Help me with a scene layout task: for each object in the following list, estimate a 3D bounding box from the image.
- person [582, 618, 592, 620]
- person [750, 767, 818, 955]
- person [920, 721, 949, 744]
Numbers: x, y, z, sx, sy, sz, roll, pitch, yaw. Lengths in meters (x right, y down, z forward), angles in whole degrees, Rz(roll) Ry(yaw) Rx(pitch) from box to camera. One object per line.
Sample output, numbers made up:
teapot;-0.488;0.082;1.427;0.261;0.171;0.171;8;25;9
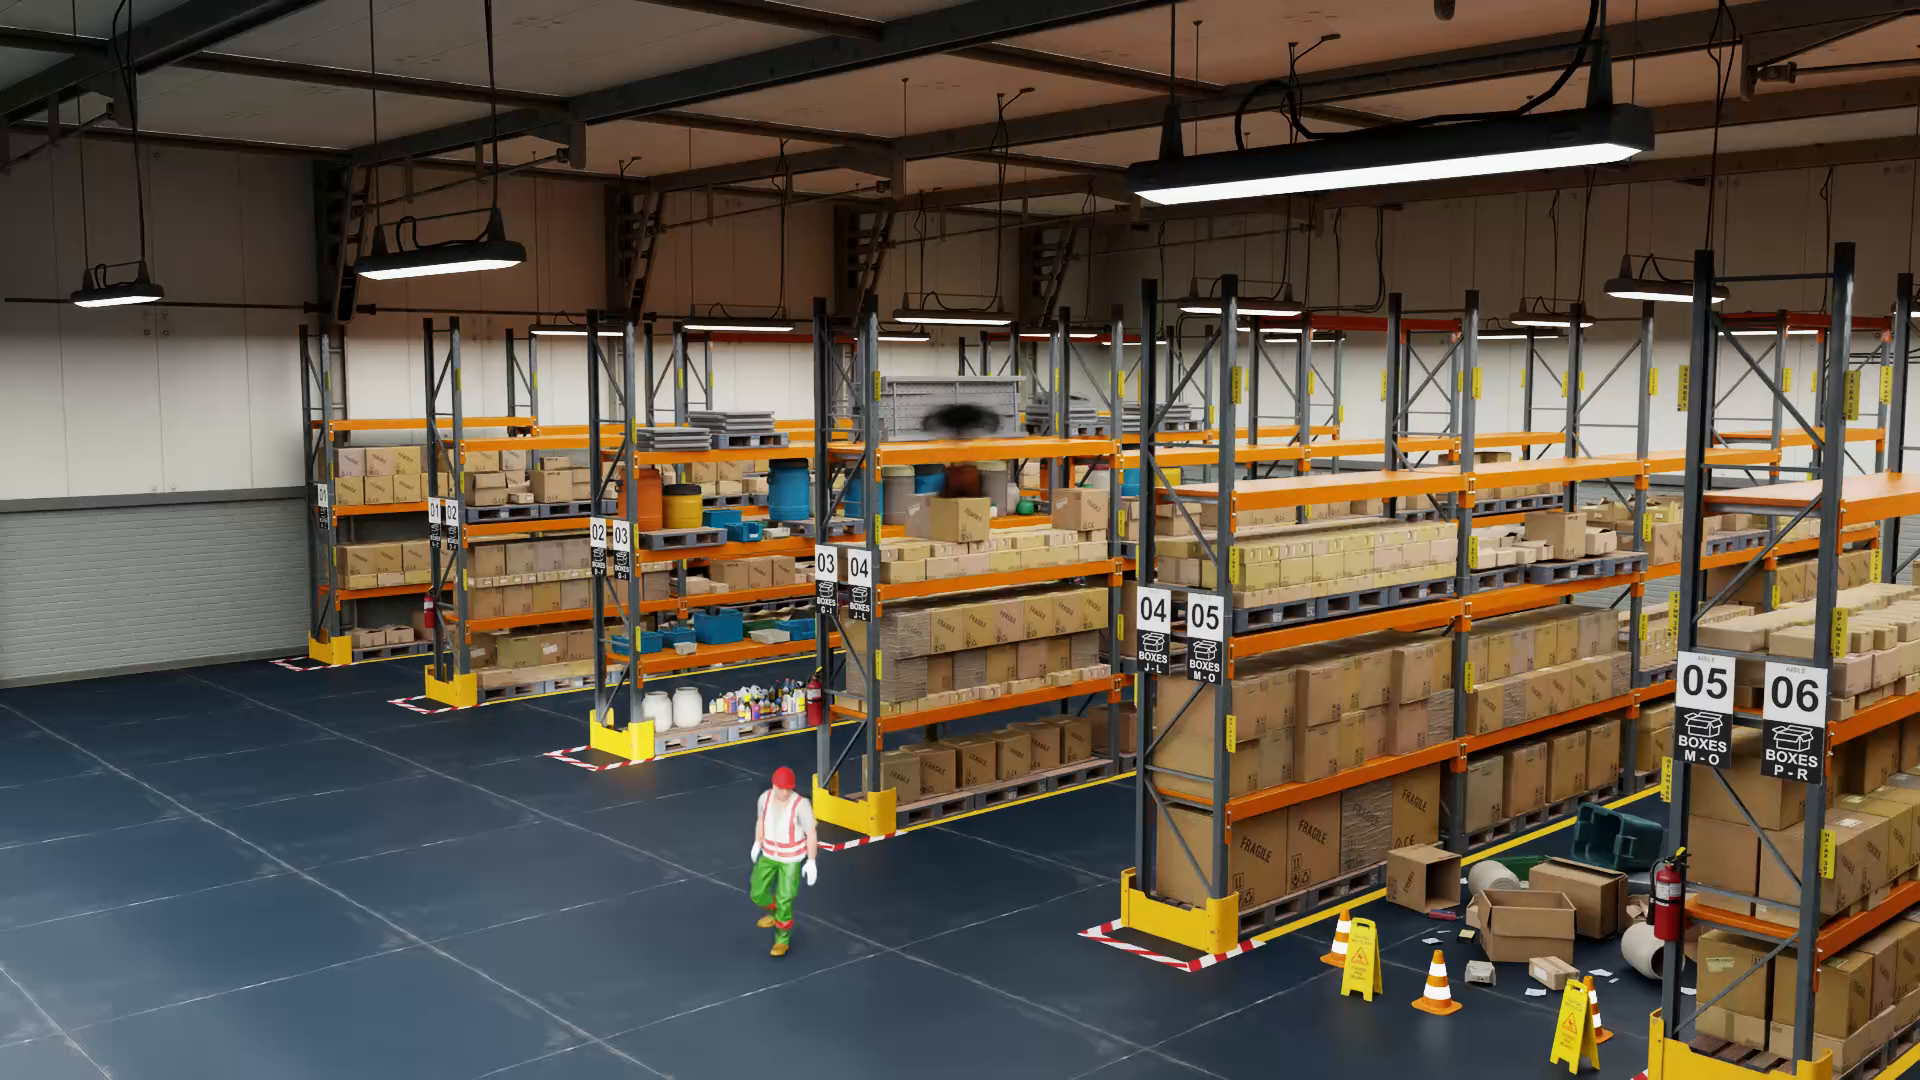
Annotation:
person;-6.571;1.428;29.787;0.775;1.504;0.559;-5;7;-39
person;-1.562;2.811;14.796;0.798;1.723;0.705;2;6;22
person;-0.337;2.009;22.928;0.704;1.717;0.748;4;7;36
